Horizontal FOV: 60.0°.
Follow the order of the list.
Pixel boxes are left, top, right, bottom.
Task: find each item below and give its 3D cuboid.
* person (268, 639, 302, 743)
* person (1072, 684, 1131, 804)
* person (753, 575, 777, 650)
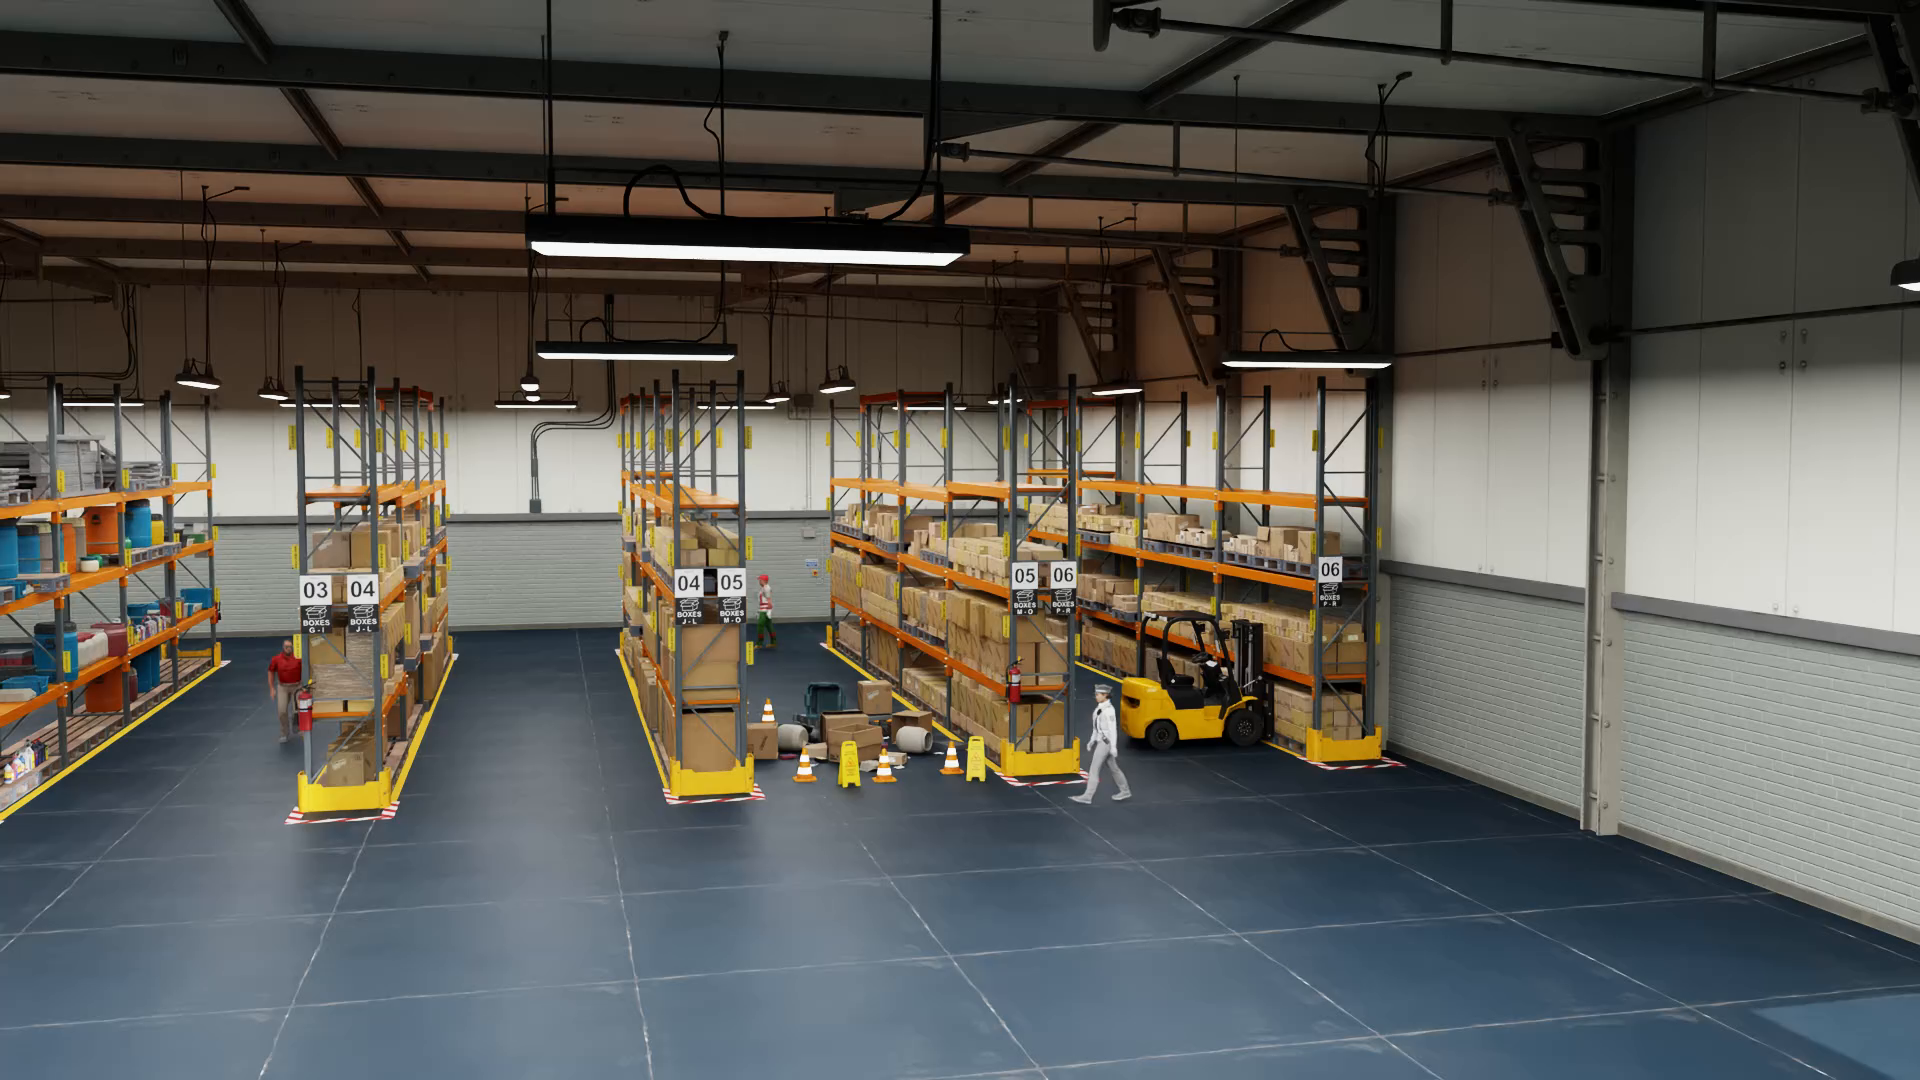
[{"bbox_3d":[-11.251,2.498,27.851,0.626,1.711,0.637,-2,4,-25],"label":"person"},{"bbox_3d":[1.958,2.806,23.002,0.869,1.632,0.495,0,3,-3],"label":"person"},{"bbox_3d":[-4.728,1.726,39.976,0.663,1.798,0.603,0,3,-7],"label":"person"}]
